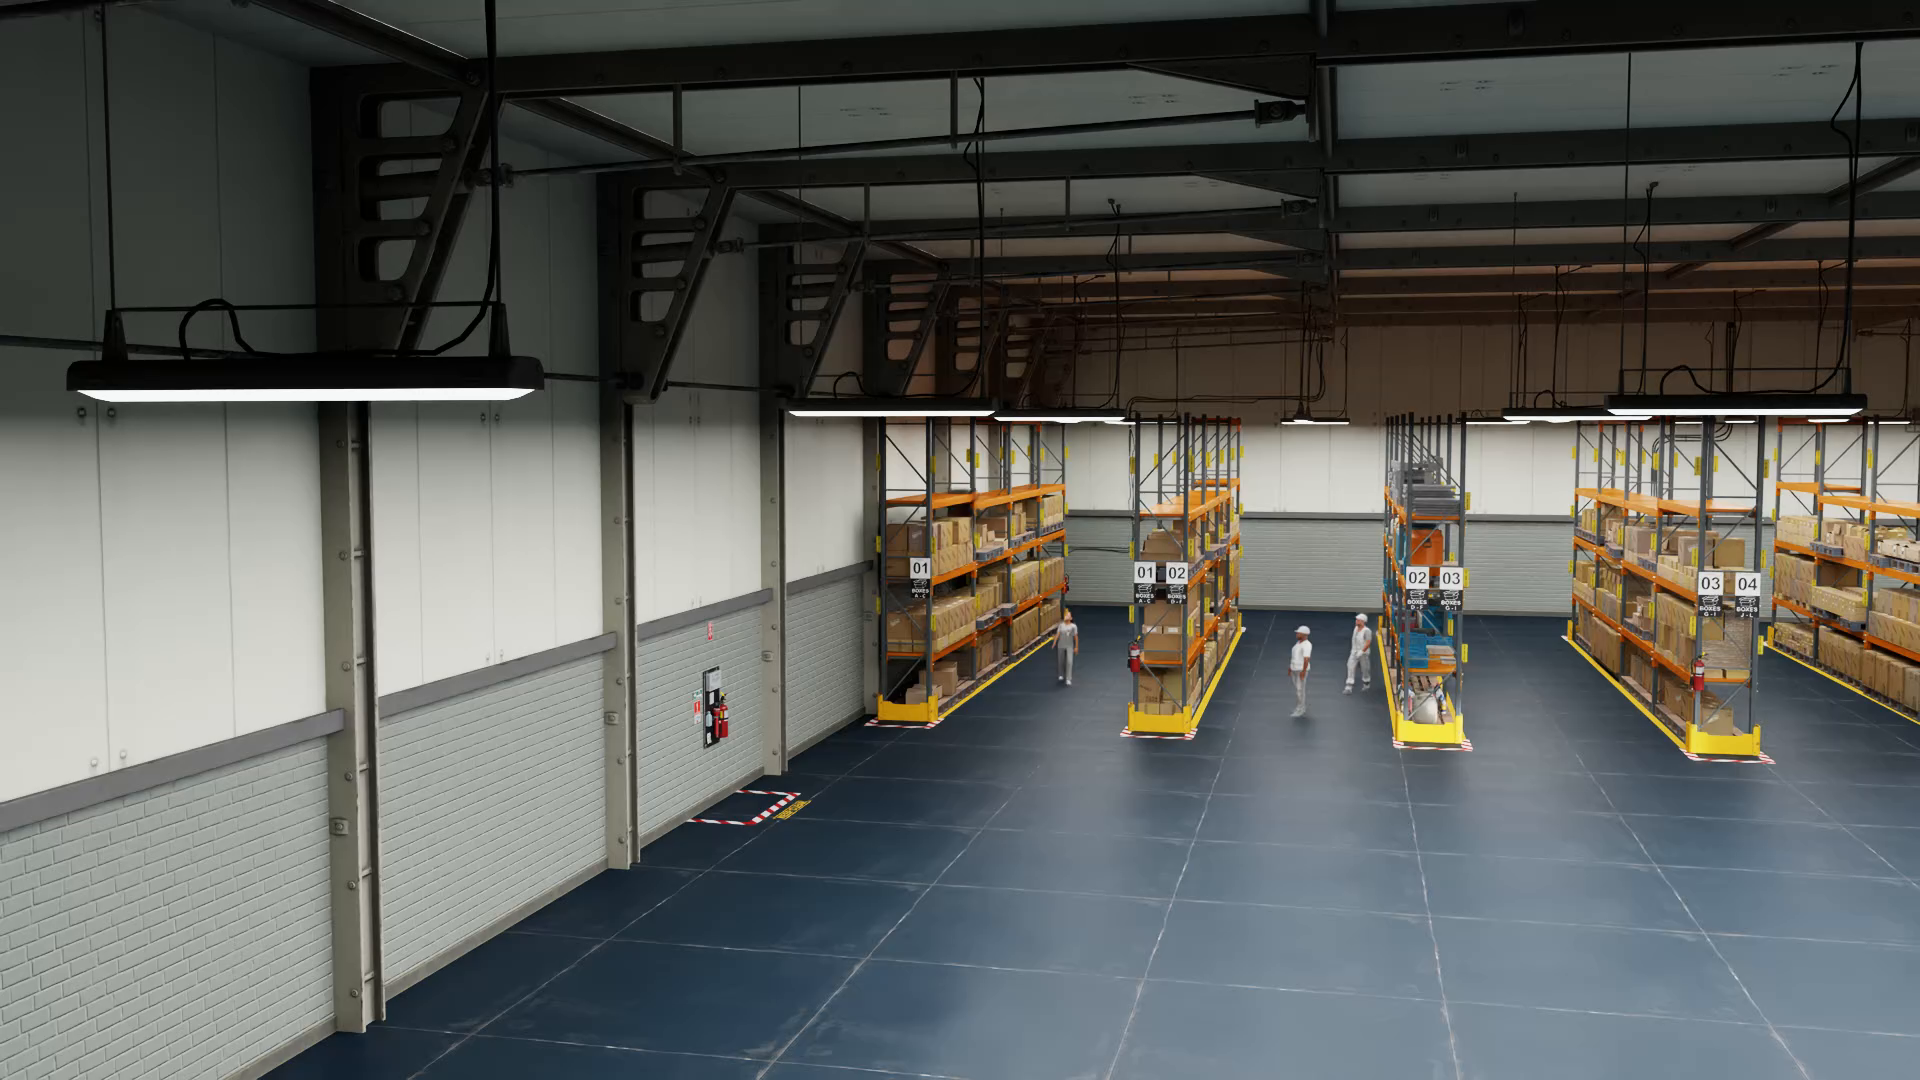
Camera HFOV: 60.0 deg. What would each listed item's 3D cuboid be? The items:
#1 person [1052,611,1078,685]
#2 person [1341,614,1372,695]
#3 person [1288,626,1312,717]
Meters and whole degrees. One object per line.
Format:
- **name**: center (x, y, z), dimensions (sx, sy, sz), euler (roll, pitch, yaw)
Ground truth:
- **person**: center (2.349, 2.401, 37.154), dimensions (0.582, 1.602, 1.015), euler (0, 4, 4)
- **person**: center (8.514, 2.431, 35.387), dimensions (0.507, 1.719, 1.081), euler (3, 5, 34)
- **person**: center (6.742, 2.607, 33.131), dimensions (0.562, 1.779, 0.585), euler (-2, 4, -25)
